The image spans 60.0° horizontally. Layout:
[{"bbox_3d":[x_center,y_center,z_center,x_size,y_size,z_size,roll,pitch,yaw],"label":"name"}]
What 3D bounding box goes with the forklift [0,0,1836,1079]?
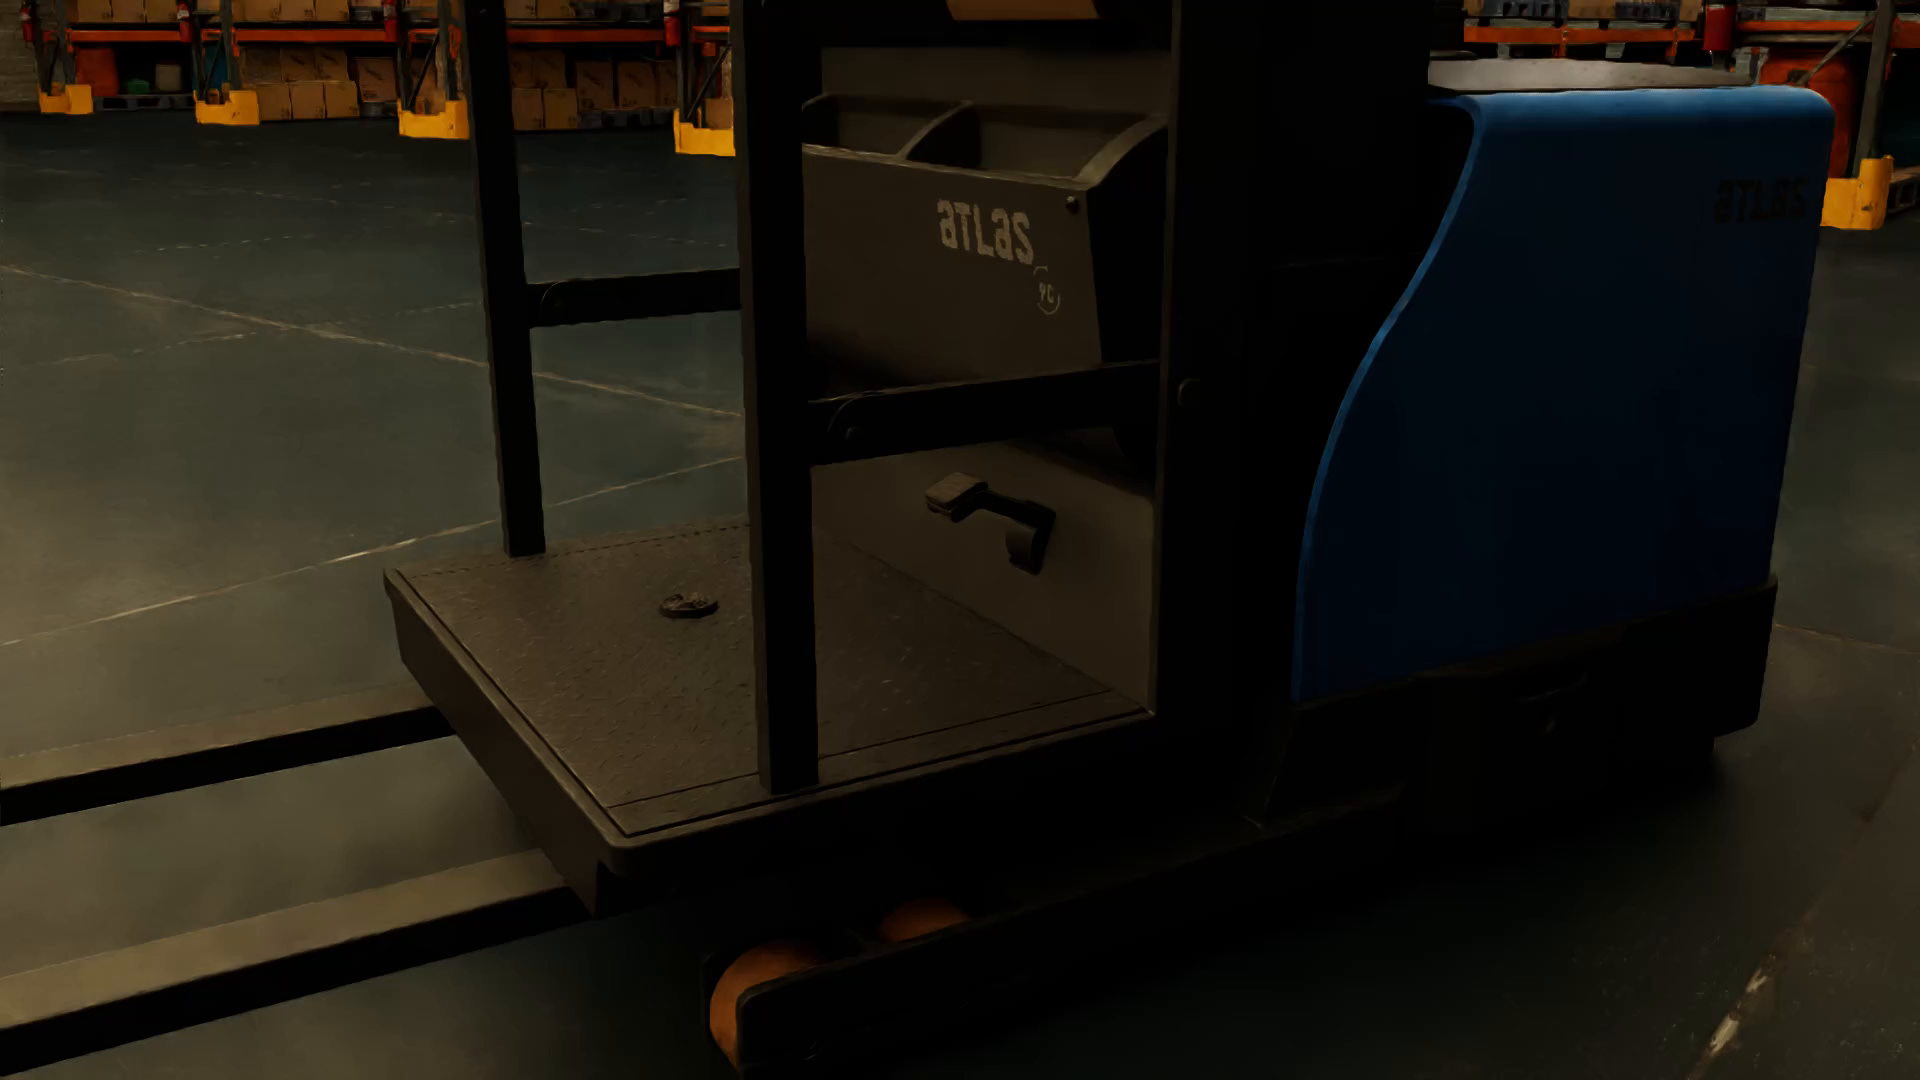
[{"bbox_3d":[-0.210,-0.952,2.034,3.031,2.935,1.130,-10,19,-29],"label":"forklift"}]
